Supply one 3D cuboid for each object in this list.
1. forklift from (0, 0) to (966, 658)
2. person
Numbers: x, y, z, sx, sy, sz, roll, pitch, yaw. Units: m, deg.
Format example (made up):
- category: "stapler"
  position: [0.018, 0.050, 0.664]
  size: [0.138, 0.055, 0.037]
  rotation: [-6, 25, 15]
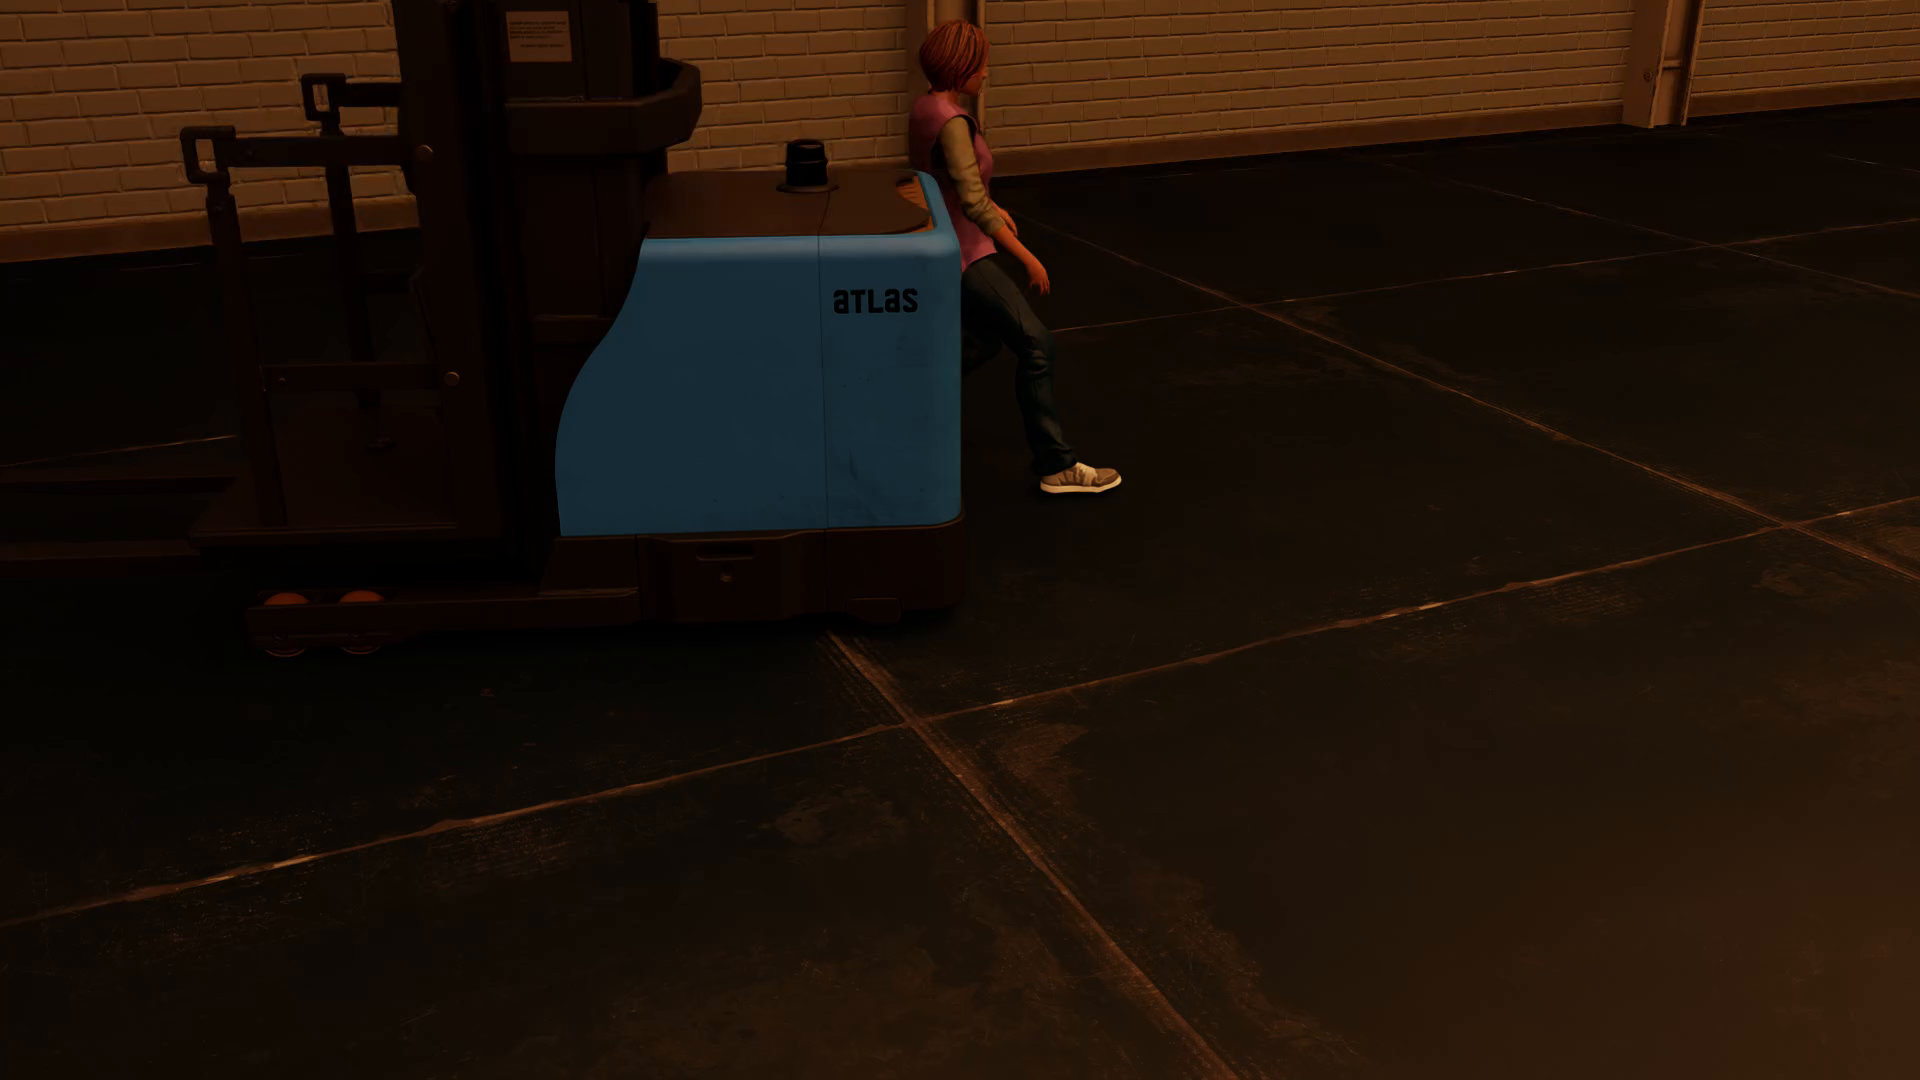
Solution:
- category: "forklift"
  position: [-1.529, -1.256, 4.310]
  size: [3.031, 2.935, 1.130]
  rotation: [-2, 23, -4]
- category: "person"
  position: [0.126, -0.952, 5.474]
  size: [0.742, 1.460, 0.743]
  rotation: [-3, 23, -6]
